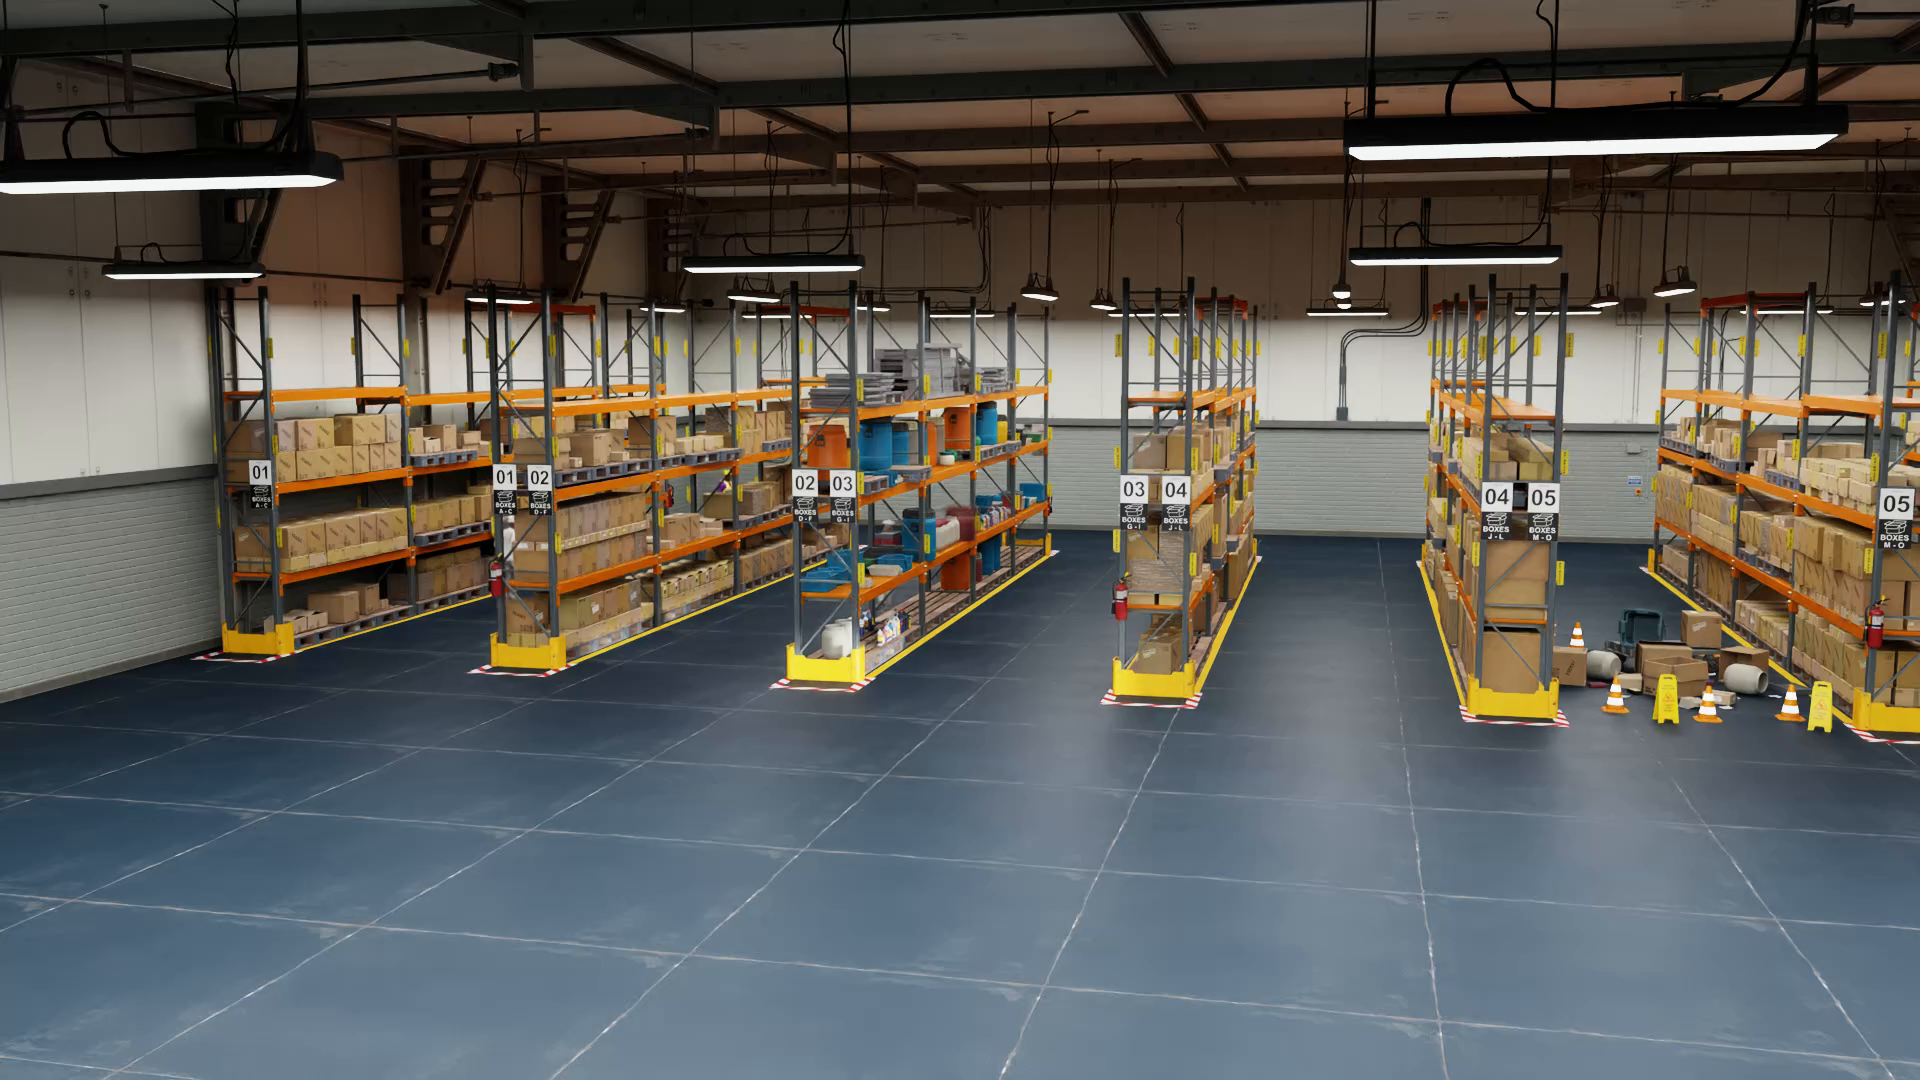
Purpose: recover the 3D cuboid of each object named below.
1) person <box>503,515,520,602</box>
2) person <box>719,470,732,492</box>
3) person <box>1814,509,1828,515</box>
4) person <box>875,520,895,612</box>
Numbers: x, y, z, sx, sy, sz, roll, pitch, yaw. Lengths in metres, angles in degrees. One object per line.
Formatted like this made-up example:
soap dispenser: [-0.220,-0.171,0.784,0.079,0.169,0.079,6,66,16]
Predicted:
person: [-8.751,0.390,32.517,0.592,1.748,0.509,4,7,28]
person: [-6.215,-0.997,44.466,0.449,1.766,0.606,2,7,15]
person: [18.764,0.037,36.072,0.611,1.674,0.816,-3,7,-28]
person: [-1.395,0.511,31.526,0.574,1.747,0.533,-1,7,-9]
